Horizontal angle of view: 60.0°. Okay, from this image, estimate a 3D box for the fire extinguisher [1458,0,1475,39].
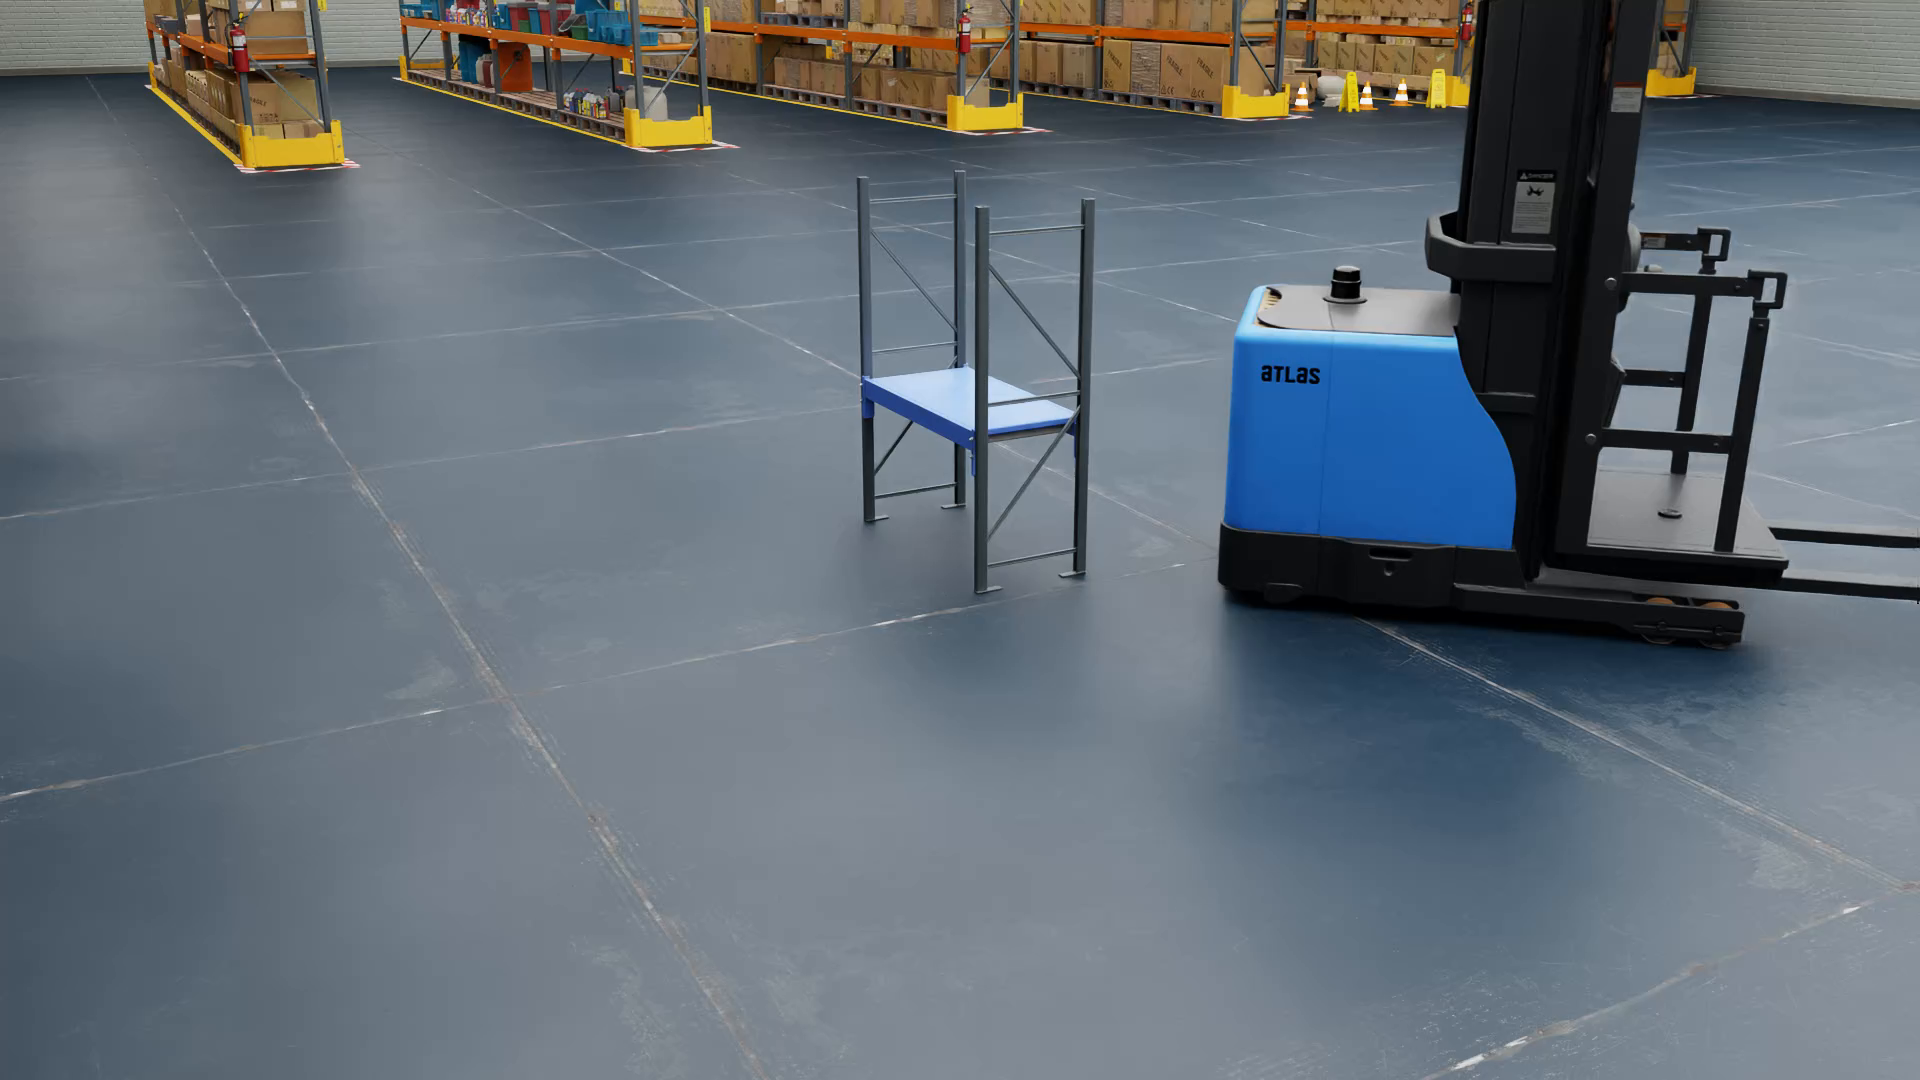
[{"bbox_3d":[8.789,-9.037,28.841,0.296,0.674,0.183,-10,21,-27],"label":"fire extinguisher"}]

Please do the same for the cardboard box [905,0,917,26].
[{"bbox_3d":[-0.361,-8.268,25.884,0.875,0.500,0.500,-10,21,-27],"label":"cardboard box"}]

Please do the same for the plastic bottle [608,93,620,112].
[{"bbox_3d":[-5.308,-6.719,25.505,0.152,0.276,0.135,-10,21,-27],"label":"plastic bottle"}]

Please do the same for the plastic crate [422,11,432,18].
[{"bbox_3d":[-10.730,-10.677,33.788,0.293,0.136,0.466,-10,21,-27],"label":"plastic crate"}]

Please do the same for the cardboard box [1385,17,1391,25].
[{"bbox_3d":[8.065,-9.575,30.666,0.380,0.149,0.250,-10,21,-27],"label":"cardboard box"}]

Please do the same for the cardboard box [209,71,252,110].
[{"bbox_3d":[-10.012,-6.187,22.884,0.500,0.500,0.500,-10,21,-27],"label":"cardboard box"}]

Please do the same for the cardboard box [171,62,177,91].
[{"bbox_3d":[-13.721,-8.252,29.606,0.500,0.500,0.500,-10,21,-26],"label":"cardboard box"}]

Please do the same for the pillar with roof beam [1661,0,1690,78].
[{"bbox_3d":[10.180,-12.456,29.434,9.100,9.000,0.400,-10,21,-27],"label":"pillar with roof beam"}]

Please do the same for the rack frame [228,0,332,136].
[{"bbox_3d":[-8.301,-6.109,20.238,1.000,3.000,0.127,-10,21,-27],"label":"rack frame"}]

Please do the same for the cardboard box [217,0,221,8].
[{"bbox_3d":[-9.628,-7.135,22.063,0.380,0.149,0.250,-11,22,-28],"label":"cardboard box"}]

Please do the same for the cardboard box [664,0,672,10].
[{"bbox_3d":[-5.968,-11.392,35.320,0.500,0.250,0.500,-9,21,-25],"label":"cardboard box"}]

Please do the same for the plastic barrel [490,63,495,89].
[{"bbox_3d":[-8.333,-8.481,30.280,0.421,0.512,0.421,0,19,0],"label":"plastic barrel"}]

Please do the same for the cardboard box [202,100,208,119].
[{"bbox_3d":[-10.892,-6.376,24.582,0.500,0.250,0.500,-10,22,-27],"label":"cardboard box"}]

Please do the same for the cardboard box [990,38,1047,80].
[{"bbox_3d":[1.243,-9.625,33.231,1.050,0.750,0.750,-10,22,-27],"label":"cardboard box"}]

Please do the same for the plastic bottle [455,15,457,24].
[{"bbox_3d":[-9.457,-9.836,31.343,0.097,0.201,0.097,0,19,0],"label":"plastic bottle"}]

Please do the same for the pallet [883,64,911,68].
[{"bbox_3d":[-1.217,-10.696,37.805,1.003,0.211,1.213,-10,21,-27],"label":"pallet"}]

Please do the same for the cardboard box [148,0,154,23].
[{"bbox_3d":[-15.199,-10.146,31.783,0.500,0.500,0.500,-10,21,-26],"label":"cardboard box"}]

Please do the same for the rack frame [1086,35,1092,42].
[{"bbox_3d":[3.442,-12.623,39.113,1.000,3.000,0.127,-10,21,-27],"label":"rack frame"}]

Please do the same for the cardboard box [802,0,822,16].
[{"bbox_3d":[-2.385,-9.522,29.325,0.797,0.503,0.637,-8,20,-21],"label":"cardboard box"}]

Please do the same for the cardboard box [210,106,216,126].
[{"bbox_3d":[-10.248,-5.976,23.424,0.500,0.250,0.500,-10,21,-27],"label":"cardboard box"}]

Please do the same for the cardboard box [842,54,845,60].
[{"bbox_3d":[-2.603,-11.563,39.771,0.380,0.149,0.250,-10,21,-27],"label":"cardboard box"}]

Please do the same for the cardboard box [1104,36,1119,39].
[{"bbox_3d":[3.806,-11.651,38.911,0.875,0.875,0.875,-9,21,-25],"label":"cardboard box"}]

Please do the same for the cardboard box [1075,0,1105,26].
[{"bbox_3d":[2.449,-9.686,30.449,0.500,0.500,0.500,-10,21,-27],"label":"cardboard box"}]

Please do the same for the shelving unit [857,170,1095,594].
[{"bbox_3d":[0.041,-0.684,6.816,0.538,1.500,1.048,-10,21,-27],"label":"shelving unit"}]

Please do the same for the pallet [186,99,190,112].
[{"bbox_3d":[-12.422,-7.308,27.986,1.003,0.211,1.213,-10,21,-27],"label":"pallet"}]

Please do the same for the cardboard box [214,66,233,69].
[{"bbox_3d":[-12.319,-7.757,28.169,0.500,0.500,0.500,-11,22,-29],"label":"cardboard box"}]

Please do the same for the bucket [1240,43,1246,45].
[{"bbox_3d":[5.026,-9.019,31.359,0.726,0.611,0.620,-3,9,-8],"label":"bucket"}]

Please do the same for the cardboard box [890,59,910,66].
[{"bbox_3d":[-1.353,-10.737,37.377,0.380,0.149,0.250,-10,21,-26],"label":"cardboard box"}]

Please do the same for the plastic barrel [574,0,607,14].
[{"bbox_3d":[-5.757,-8.419,26.162,0.600,0.901,0.708,-10,21,-27],"label":"plastic barrel"}]

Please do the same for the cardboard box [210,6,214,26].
[{"bbox_3d":[-10.801,-7.679,24.634,0.500,0.500,0.500,-8,21,-23],"label":"cardboard box"}]

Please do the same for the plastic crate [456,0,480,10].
[{"bbox_3d":[-9.842,-10.674,33.276,0.402,0.464,0.583,-10,21,-27],"label":"plastic crate"}]

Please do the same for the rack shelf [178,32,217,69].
[{"bbox_3d":[-11.151,-7.492,25.347,1.077,0.370,4.000,-10,21,-27],"label":"rack shelf"}]

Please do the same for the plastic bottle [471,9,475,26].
[{"bbox_3d":[-8.850,-9.495,30.229,0.061,0.283,0.133,-10,21,-27],"label":"plastic bottle"}]

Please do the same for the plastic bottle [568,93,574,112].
[{"bbox_3d":[-5.897,-6.696,25.440,0.152,0.276,0.135,-9,21,-25],"label":"plastic bottle"}]

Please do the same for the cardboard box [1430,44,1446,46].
[{"bbox_3d":[8.736,-8.861,30.635,0.500,0.500,0.500,-11,22,-29],"label":"cardboard box"}]

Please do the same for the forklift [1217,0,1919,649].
[{"bbox_3d":[2.574,-1.183,6.068,3.031,2.935,1.130,4,20,13],"label":"forklift"}]

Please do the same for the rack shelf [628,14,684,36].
[{"bbox_3d":[-6.230,-11.322,36.446,1.077,0.370,4.000,-10,21,-27],"label":"rack shelf"}]

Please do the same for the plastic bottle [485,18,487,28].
[{"bbox_3d":[-8.346,-9.164,29.395,0.097,0.201,0.097,0,19,0],"label":"plastic bottle"}]

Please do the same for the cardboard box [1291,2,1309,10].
[{"bbox_3d":[6.753,-10.511,32.734,0.380,0.149,0.250,-10,21,-26],"label":"cardboard box"}]

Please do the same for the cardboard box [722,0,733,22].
[{"bbox_3d":[-4.314,-10.382,32.468,0.500,0.500,0.500,-11,22,-28],"label":"cardboard box"}]

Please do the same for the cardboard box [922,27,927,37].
[{"bbox_3d":[-0.368,-7.862,25.702,0.380,0.149,0.250,-10,21,-27],"label":"cardboard box"}]

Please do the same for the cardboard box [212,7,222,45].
[{"bbox_3d":[-9.985,-7.178,23.183,0.700,0.500,0.500,-11,22,-28],"label":"cardboard box"}]

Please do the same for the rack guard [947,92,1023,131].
[{"bbox_3d":[0.382,-6.483,25.152,1.175,0.500,0.348,-10,21,-27],"label":"rack guard"}]

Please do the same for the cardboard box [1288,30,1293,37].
[{"bbox_3d":[8.218,-12.356,40.534,0.380,0.149,0.250,-10,22,-28],"label":"cardboard box"}]

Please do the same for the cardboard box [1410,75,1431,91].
[{"bbox_3d":[8.508,-8.274,30.082,0.500,0.250,0.500,-10,21,-27],"label":"cardboard box"}]

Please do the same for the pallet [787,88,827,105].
[{"bbox_3d":[-2.435,-8.047,30.127,1.003,0.211,1.213,-10,21,-27],"label":"pallet"}]

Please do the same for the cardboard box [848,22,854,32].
[{"bbox_3d":[-1.644,-8.564,27.736,0.380,0.149,0.250,-10,21,-27],"label":"cardboard box"}]

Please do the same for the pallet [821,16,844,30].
[{"bbox_3d":[-1.716,-8.942,28.742,1.003,0.211,1.213,-10,21,-27],"label":"pallet"}]

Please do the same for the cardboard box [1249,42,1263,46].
[{"bbox_3d":[7.702,-12.546,42.370,0.500,0.311,0.500,-9,21,-25],"label":"cardboard box"}]

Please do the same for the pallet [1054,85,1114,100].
[{"bbox_3d":[2.499,-8.422,31.215,1.003,0.211,1.213,-10,21,-27],"label":"pallet"}]

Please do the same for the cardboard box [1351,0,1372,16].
[{"bbox_3d":[7.690,-10.058,31.071,0.500,0.500,0.500,-10,21,-27],"label":"cardboard box"}]

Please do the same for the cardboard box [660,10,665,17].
[{"bbox_3d":[-6.202,-11.301,35.668,0.380,0.149,0.250,-10,21,-26],"label":"cardboard box"}]

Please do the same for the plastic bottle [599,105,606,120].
[{"bbox_3d":[-5.198,-6.220,24.174,0.097,0.201,0.097,0,19,0],"label":"plastic bottle"}]

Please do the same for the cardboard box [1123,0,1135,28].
[{"bbox_3d":[3.399,-9.343,29.378,0.875,0.550,0.550,-10,21,-27],"label":"cardboard box"}]

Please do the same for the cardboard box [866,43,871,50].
[{"bbox_3d":[-1.949,-11.384,38.338,0.380,0.149,0.250,-11,22,-29],"label":"cardboard box"}]
